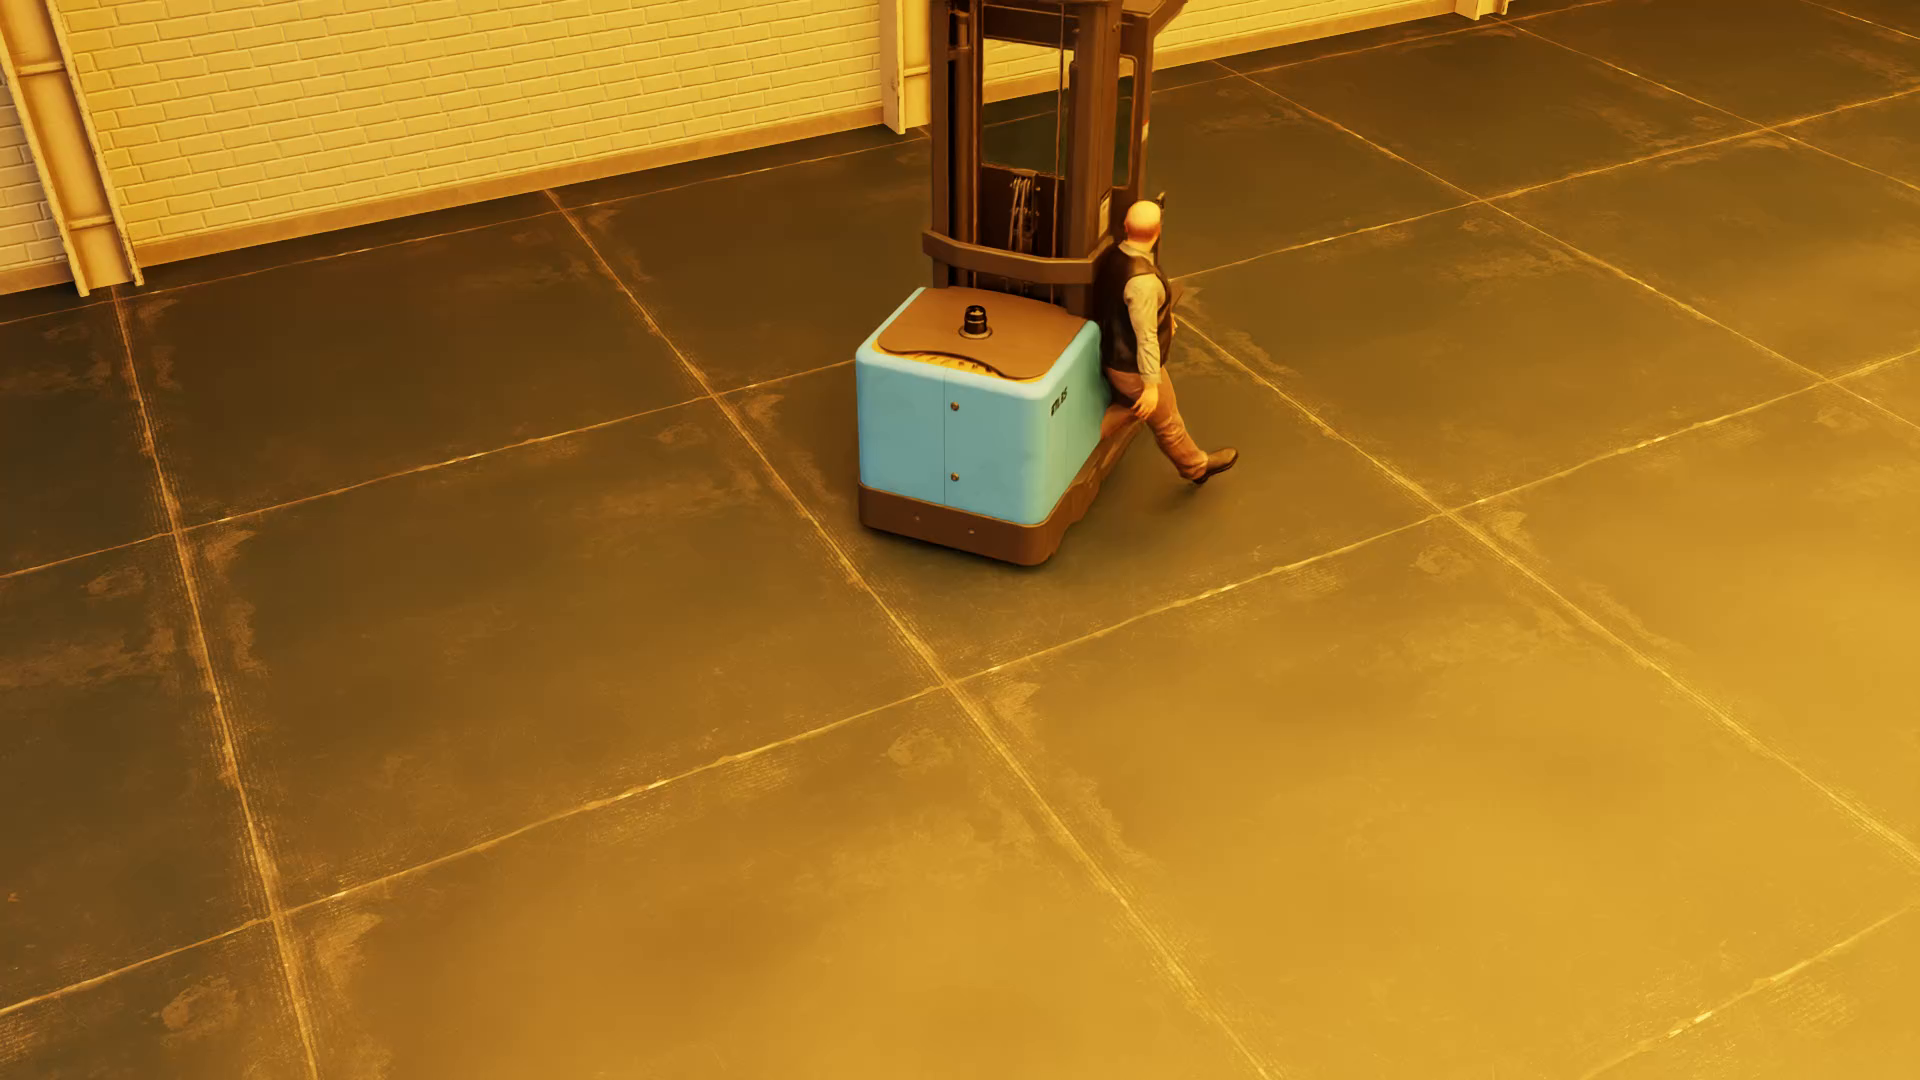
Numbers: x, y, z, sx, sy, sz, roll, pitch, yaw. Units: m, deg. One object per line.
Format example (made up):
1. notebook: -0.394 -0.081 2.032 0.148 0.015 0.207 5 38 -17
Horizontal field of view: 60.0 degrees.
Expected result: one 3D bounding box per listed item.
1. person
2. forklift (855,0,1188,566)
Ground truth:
1. person: 1.021 -0.960 8.551 0.945 1.625 0.723 -12 37 -16
2. forklift: 0.518 -1.912 8.828 1.130 2.935 3.031 14 38 19
